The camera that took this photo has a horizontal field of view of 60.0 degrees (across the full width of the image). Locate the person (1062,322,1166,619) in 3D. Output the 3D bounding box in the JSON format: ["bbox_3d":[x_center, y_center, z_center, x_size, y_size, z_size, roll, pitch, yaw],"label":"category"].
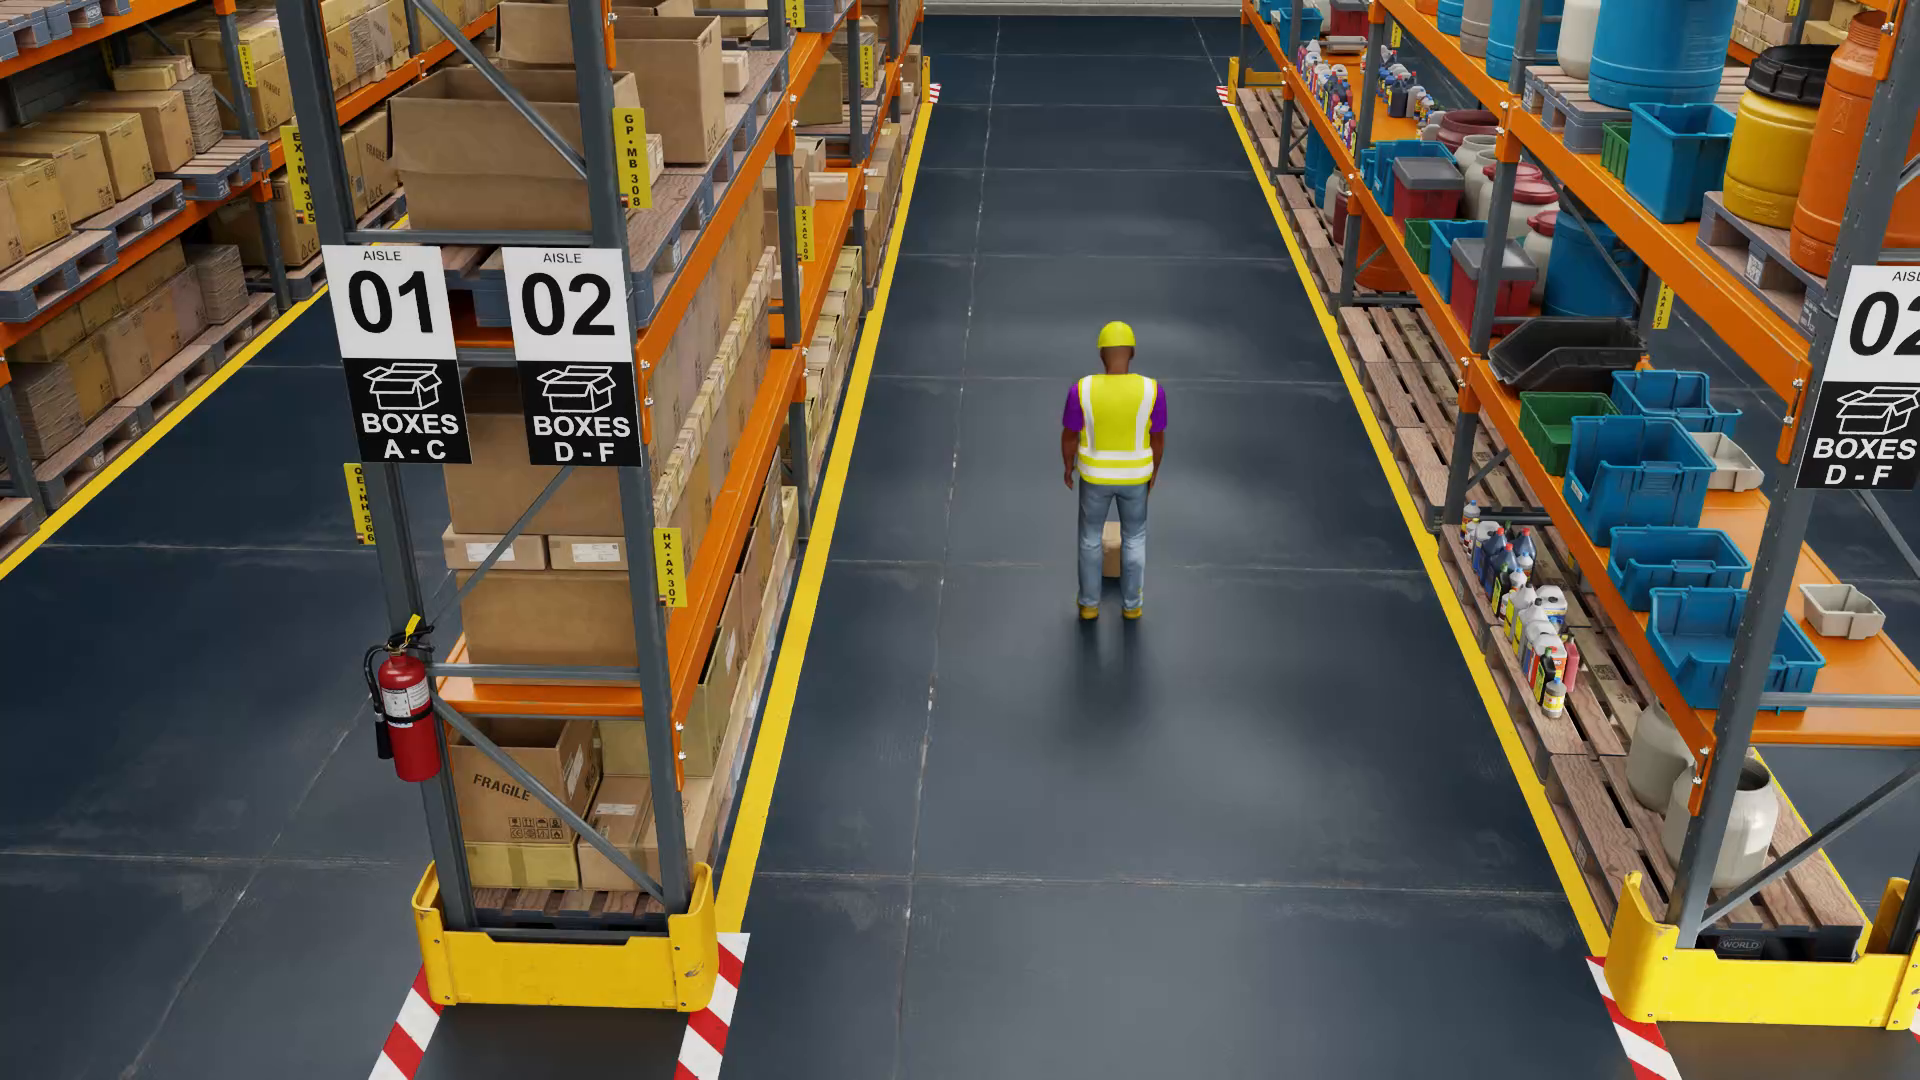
[{"bbox_3d":[0.850,-0.377,9.327,0.571,1.759,0.378,2,28,3],"label":"person"}]
